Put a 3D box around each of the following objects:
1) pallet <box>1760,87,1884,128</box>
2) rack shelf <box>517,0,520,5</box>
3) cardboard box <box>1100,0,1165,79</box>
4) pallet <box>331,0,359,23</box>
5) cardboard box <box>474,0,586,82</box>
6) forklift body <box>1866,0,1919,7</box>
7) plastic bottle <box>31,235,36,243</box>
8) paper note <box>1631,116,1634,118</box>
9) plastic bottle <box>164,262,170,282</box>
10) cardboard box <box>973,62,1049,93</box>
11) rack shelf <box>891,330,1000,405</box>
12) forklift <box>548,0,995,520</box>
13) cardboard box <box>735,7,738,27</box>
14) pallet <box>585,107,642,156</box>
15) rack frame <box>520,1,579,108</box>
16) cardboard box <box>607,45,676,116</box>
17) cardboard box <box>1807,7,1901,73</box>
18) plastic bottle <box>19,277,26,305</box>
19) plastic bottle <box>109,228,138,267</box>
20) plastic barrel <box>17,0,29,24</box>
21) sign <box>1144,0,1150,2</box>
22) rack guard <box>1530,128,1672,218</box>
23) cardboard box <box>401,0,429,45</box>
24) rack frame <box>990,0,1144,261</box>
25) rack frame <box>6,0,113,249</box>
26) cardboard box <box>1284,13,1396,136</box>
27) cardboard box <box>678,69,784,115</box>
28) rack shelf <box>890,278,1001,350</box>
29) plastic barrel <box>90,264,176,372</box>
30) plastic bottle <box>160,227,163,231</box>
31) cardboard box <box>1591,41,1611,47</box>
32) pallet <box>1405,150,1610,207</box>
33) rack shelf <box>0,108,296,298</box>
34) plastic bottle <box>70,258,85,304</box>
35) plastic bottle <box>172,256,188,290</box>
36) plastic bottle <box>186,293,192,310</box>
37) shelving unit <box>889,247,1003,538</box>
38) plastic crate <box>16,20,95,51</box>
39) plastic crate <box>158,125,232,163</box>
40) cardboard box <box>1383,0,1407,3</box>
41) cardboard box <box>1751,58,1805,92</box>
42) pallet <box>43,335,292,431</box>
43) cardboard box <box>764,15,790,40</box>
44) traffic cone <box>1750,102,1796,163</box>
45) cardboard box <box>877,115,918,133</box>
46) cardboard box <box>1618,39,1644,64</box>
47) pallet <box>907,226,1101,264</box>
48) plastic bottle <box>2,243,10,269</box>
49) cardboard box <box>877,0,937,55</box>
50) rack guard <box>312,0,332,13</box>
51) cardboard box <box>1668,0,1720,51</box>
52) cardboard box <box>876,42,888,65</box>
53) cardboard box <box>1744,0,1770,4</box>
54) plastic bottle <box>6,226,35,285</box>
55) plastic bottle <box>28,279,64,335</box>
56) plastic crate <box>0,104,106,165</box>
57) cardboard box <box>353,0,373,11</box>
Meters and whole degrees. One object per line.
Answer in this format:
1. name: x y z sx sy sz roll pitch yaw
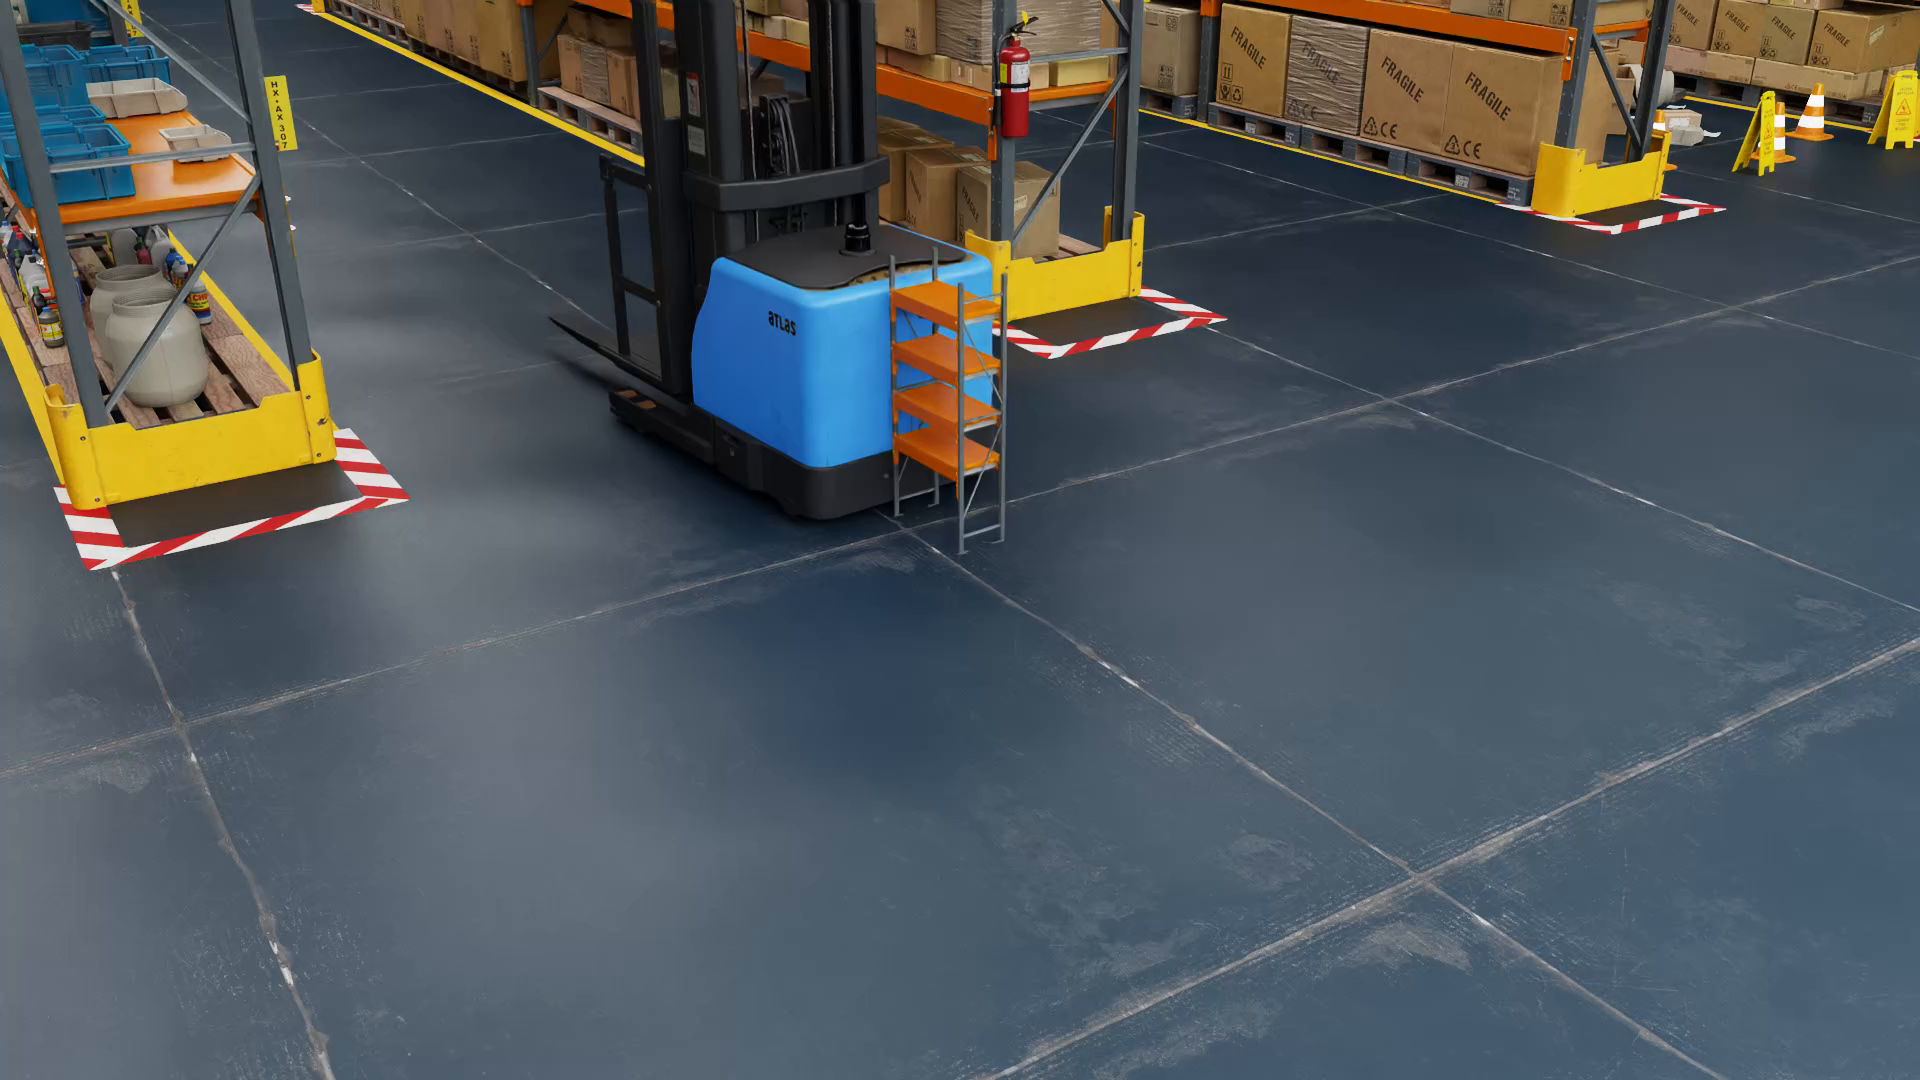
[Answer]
1. pallet: 8.480 -4.191 15.880 1.003 0.211 1.213 -16 29 -30
2. rack shelf: -4.827 -6.068 17.433 1.077 0.370 4.000 -16 29 -30
3. cardboard box: 1.722 -5.086 16.654 1.050 0.750 0.750 -16 29 -30
4. pallet: -7.600 -7.010 21.853 1.003 0.211 1.213 -16 29 -30
5. cardboard box: -4.094 -5.159 16.661 1.225 0.875 0.875 -17 30 -32
6. forklift body: 10.528 -6.153 17.765 2.313 2.155 1.214 -16 29 -30
7. plastic bottle: -5.606 -1.763 10.138 0.061 0.283 0.133 -16 29 -30
8. paper note: 6.413 -3.991 15.682 0.148 0.019 0.142 -6 26 -12
9. plastic bottle: -4.654 -1.584 9.855 0.097 0.201 0.097 0 25 0
10. cardboard box: 0.304 -2.757 9.870 0.380 0.149 0.250 -16 29 -30
11. rack shelf: -0.053 -0.732 7.029 0.258 0.148 0.480 -17 30 -32
12. forklift: 4.708 -4.974 14.353 18.991 2.935 6.886 -18 31 -34
13. cardboard box: -1.561 -3.894 12.279 0.380 0.149 0.250 -16 29 -30
14. pallet: -2.648 -3.701 14.843 1.003 0.211 1.213 -16 29 -30
15. rack frame: -3.735 -5.678 15.764 1.000 3.000 0.127 -16 29 -30
16. cardboard box: -2.724 -4.115 14.866 0.700 0.500 0.500 -13 28 -25
17. cardboard box: 8.279 -4.637 15.410 0.500 0.500 0.500 -15 29 -29
18. plastic bottle: -5.370 -1.467 9.606 0.097 0.201 0.097 0 25 0
19. plastic bottle: -5.114 -1.785 10.192 0.152 0.276 0.135 -16 29 -30
20. plastic barrel: -6.040 -3.548 11.092 0.433 0.535 0.433 0 25 0
21. sign: 1.087 -3.334 9.786 0.100 0.325 0.005 -16 29 -30
22. rack guard: 4.856 -2.797 12.590 1.175 0.500 0.348 -16 29 -30
23. cardboard box: -5.553 -6.113 18.683 1.225 0.875 0.875 -15 29 -29
24. rack frame: 0.632 -2.816 9.702 1.000 3.000 0.127 -16 29 -30
25. rack frame: -5.699 -3.094 10.290 0.949 2.616 0.053 -16 29 -30
26. cardboard box: 3.439 -4.033 14.277 0.875 0.875 0.875 -15 29 -29
27. cardboard box: -1.869 -3.540 13.649 0.700 0.500 0.500 -18 31 -33
28. rack shelf: -0.053 -0.946 6.928 0.258 0.148 0.480 -17 30 -32
29. plastic barrel: -4.215 -1.124 8.539 0.421 0.512 0.421 0 25 0
30. plastic bottle: -4.880 -1.783 10.180 0.061 0.283 0.133 -13 28 -26
31. cardboard box: 6.196 -4.727 16.675 0.500 0.500 0.500 3 25 6
32. pallet: 4.341 -2.943 13.237 1.003 0.211 1.213 -16 29 -30
33. rack shelf: -4.610 -2.052 8.926 1.077 0.370 4.000 -16 29 -30
34. plastic bottle: -5.163 -1.499 9.586 0.152 0.276 0.135 -16 29 -30
35. plastic bottle: -4.488 -1.507 9.609 0.097 0.271 0.097 0 25 0
36. plastic bottle: -4.303 -1.354 9.367 0.097 0.201 0.097 0 25 0
37. shelving unit: -0.054 -0.591 7.097 0.258 1.200 0.499 -17 30 -32
38. plastic crate: -5.522 -2.848 9.842 0.767 0.338 0.504 -16 29 -30
39. plastic crate: -3.737 -1.938 8.151 0.298 0.136 0.250 -16 29 -30
40. cardboard box: 3.759 -4.727 13.575 0.875 0.550 0.500 -16 29 -30
41. cardboard box: 7.992 -4.486 15.968 0.500 0.250 0.500 -15 29 -29
42. pallet: -4.038 -0.709 8.505 1.003 0.211 1.213 -16 29 -30
43. cardboard box: -1.155 -3.625 11.709 0.380 0.149 0.250 -16 29 -30
44. traffic cone: 6.875 -3.452 14.020 0.336 0.463 0.334 -16 29 -30
45. cardboard box: -0.643 -2.747 11.992 0.500 0.500 0.500 -19 31 -34
46. cardboard box: 7.148 -5.041 17.143 0.500 0.250 0.500 -14 29 -27
47. pallet: 0.177 -1.881 10.988 1.003 0.211 1.213 -16 29 -30
48. plastic bottle: -5.839 -1.774 10.257 0.097 0.201 0.097 0 25 0
49. cardboard box: -0.019 -3.350 10.367 0.875 0.500 0.500 -16 29 -30
50. rack guard: -8.115 -7.417 22.377 1.175 0.500 0.348 -16 29 -30
51. cardboard box: 7.431 -5.194 16.589 0.500 0.500 0.500 -14 29 -27
52. cardboard box: -0.393 -3.200 10.809 0.380 0.149 0.250 -16 29 -30
53. cardboard box: 7.746 -5.232 15.909 0.380 0.149 0.250 -14 29 -27
54. plastic bottle: -5.608 -1.709 9.943 0.144 0.351 0.185 -15 29 -28
55. plastic bottle: -5.002 -1.281 9.124 0.152 0.276 0.135 -15 29 -29
56. plastic crate: -4.391 -1.938 8.015 0.499 0.251 0.408 -16 29 -30
57. cardboard box: -7.189 -7.233 21.054 0.875 0.875 0.875 -16 29 -30
